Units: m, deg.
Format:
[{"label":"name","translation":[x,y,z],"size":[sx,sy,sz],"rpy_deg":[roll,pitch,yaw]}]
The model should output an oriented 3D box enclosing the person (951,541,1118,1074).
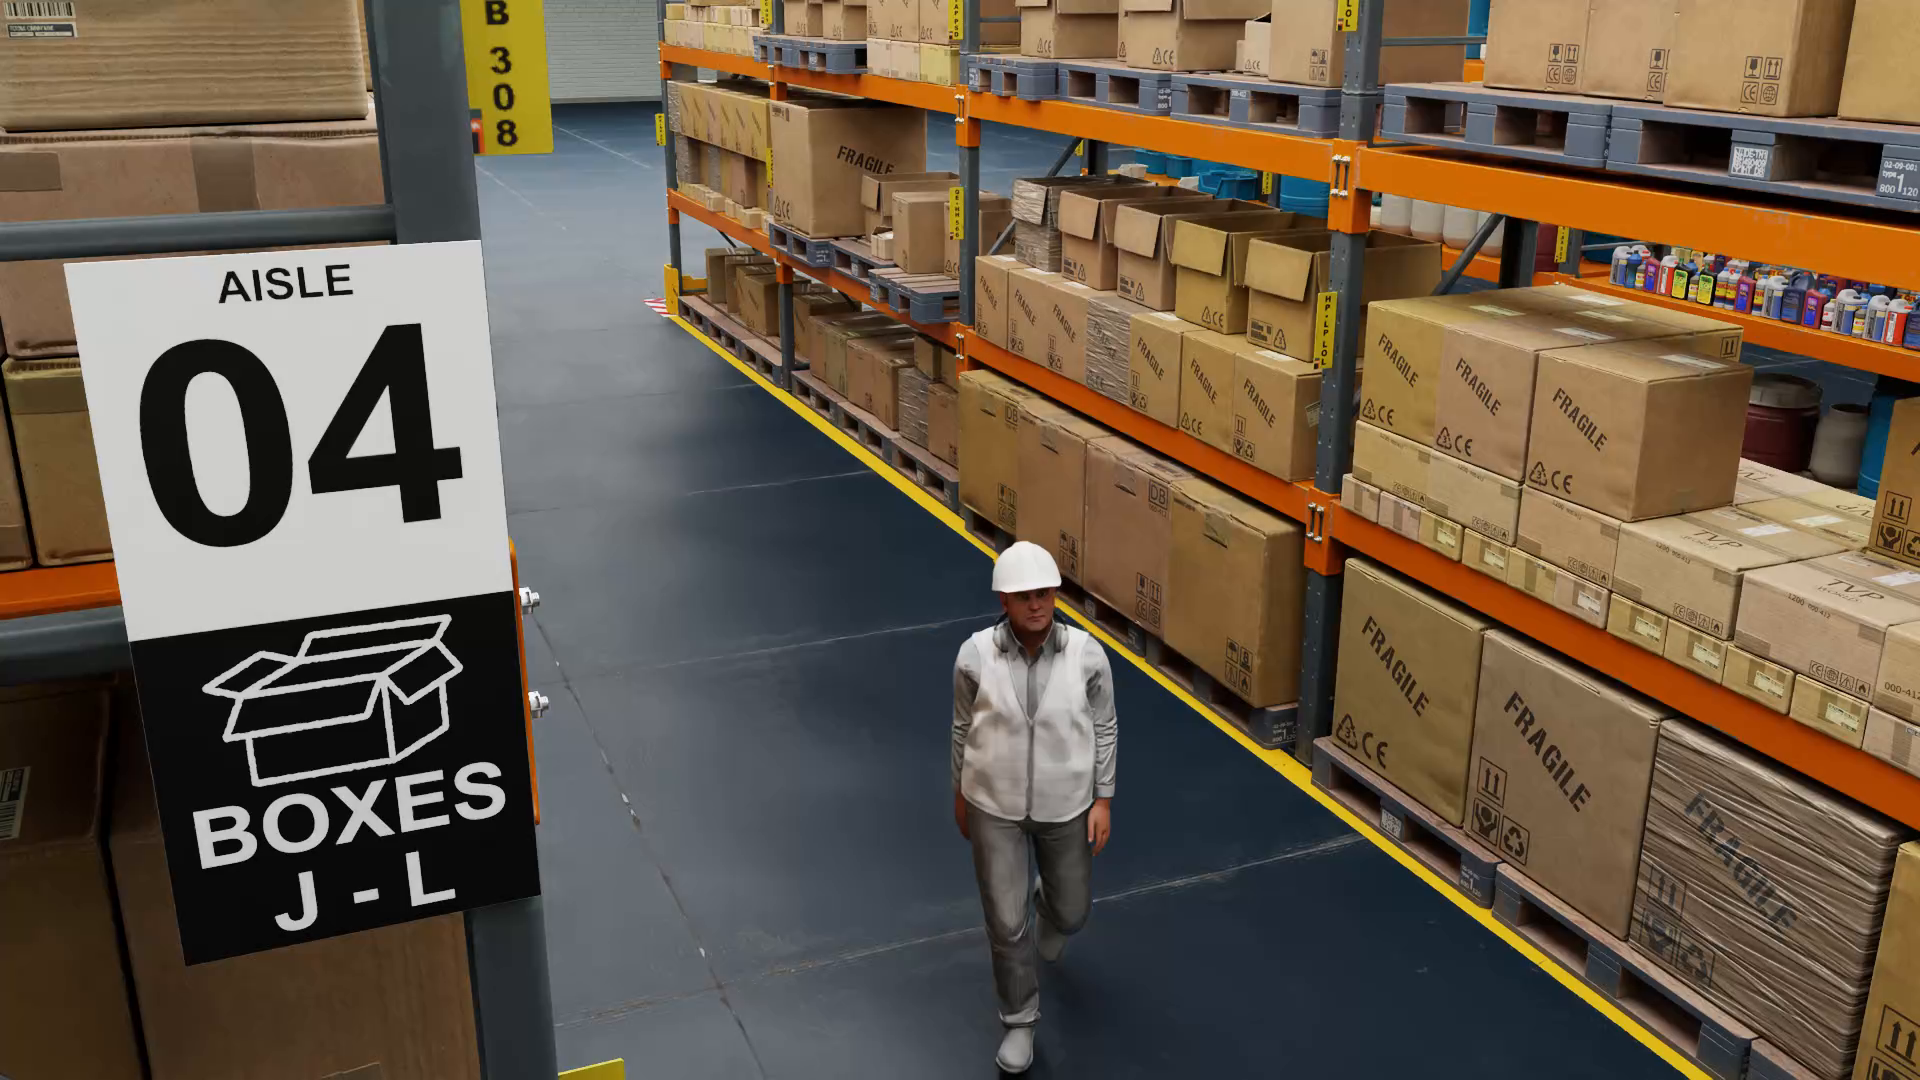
[{"label":"person","translation":[0.243,0.828,5.552],"size":[0.548,1.750,0.793],"rpy_deg":[0,19,1]}]
